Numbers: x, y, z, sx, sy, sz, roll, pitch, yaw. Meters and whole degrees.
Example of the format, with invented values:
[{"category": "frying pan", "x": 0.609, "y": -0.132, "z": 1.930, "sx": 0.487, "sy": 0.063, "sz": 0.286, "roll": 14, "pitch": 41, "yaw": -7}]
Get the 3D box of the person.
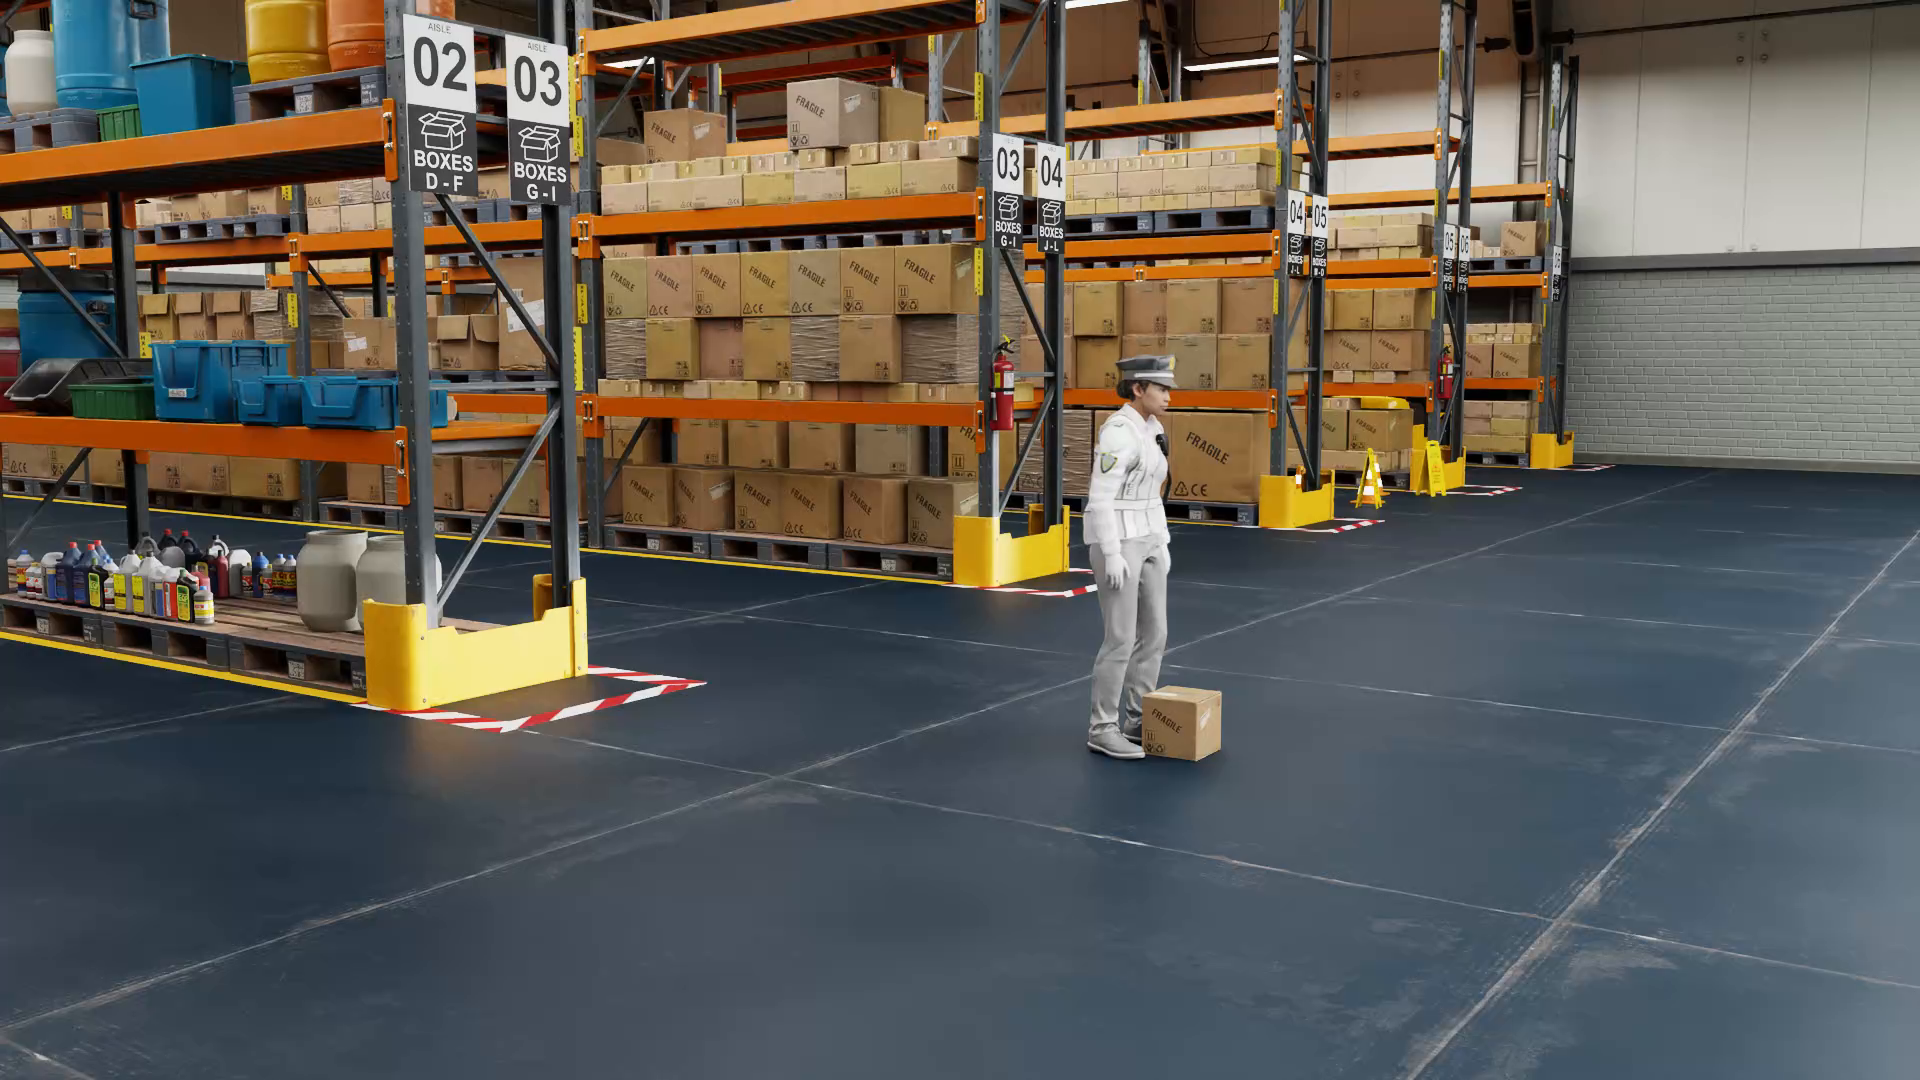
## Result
[{"category": "person", "x": 0.740, "y": 0.053, "z": 7.018, "sx": 0.403, "sy": 1.664, "sz": 0.528, "roll": 4, "pitch": 8, "yaw": 34}]
